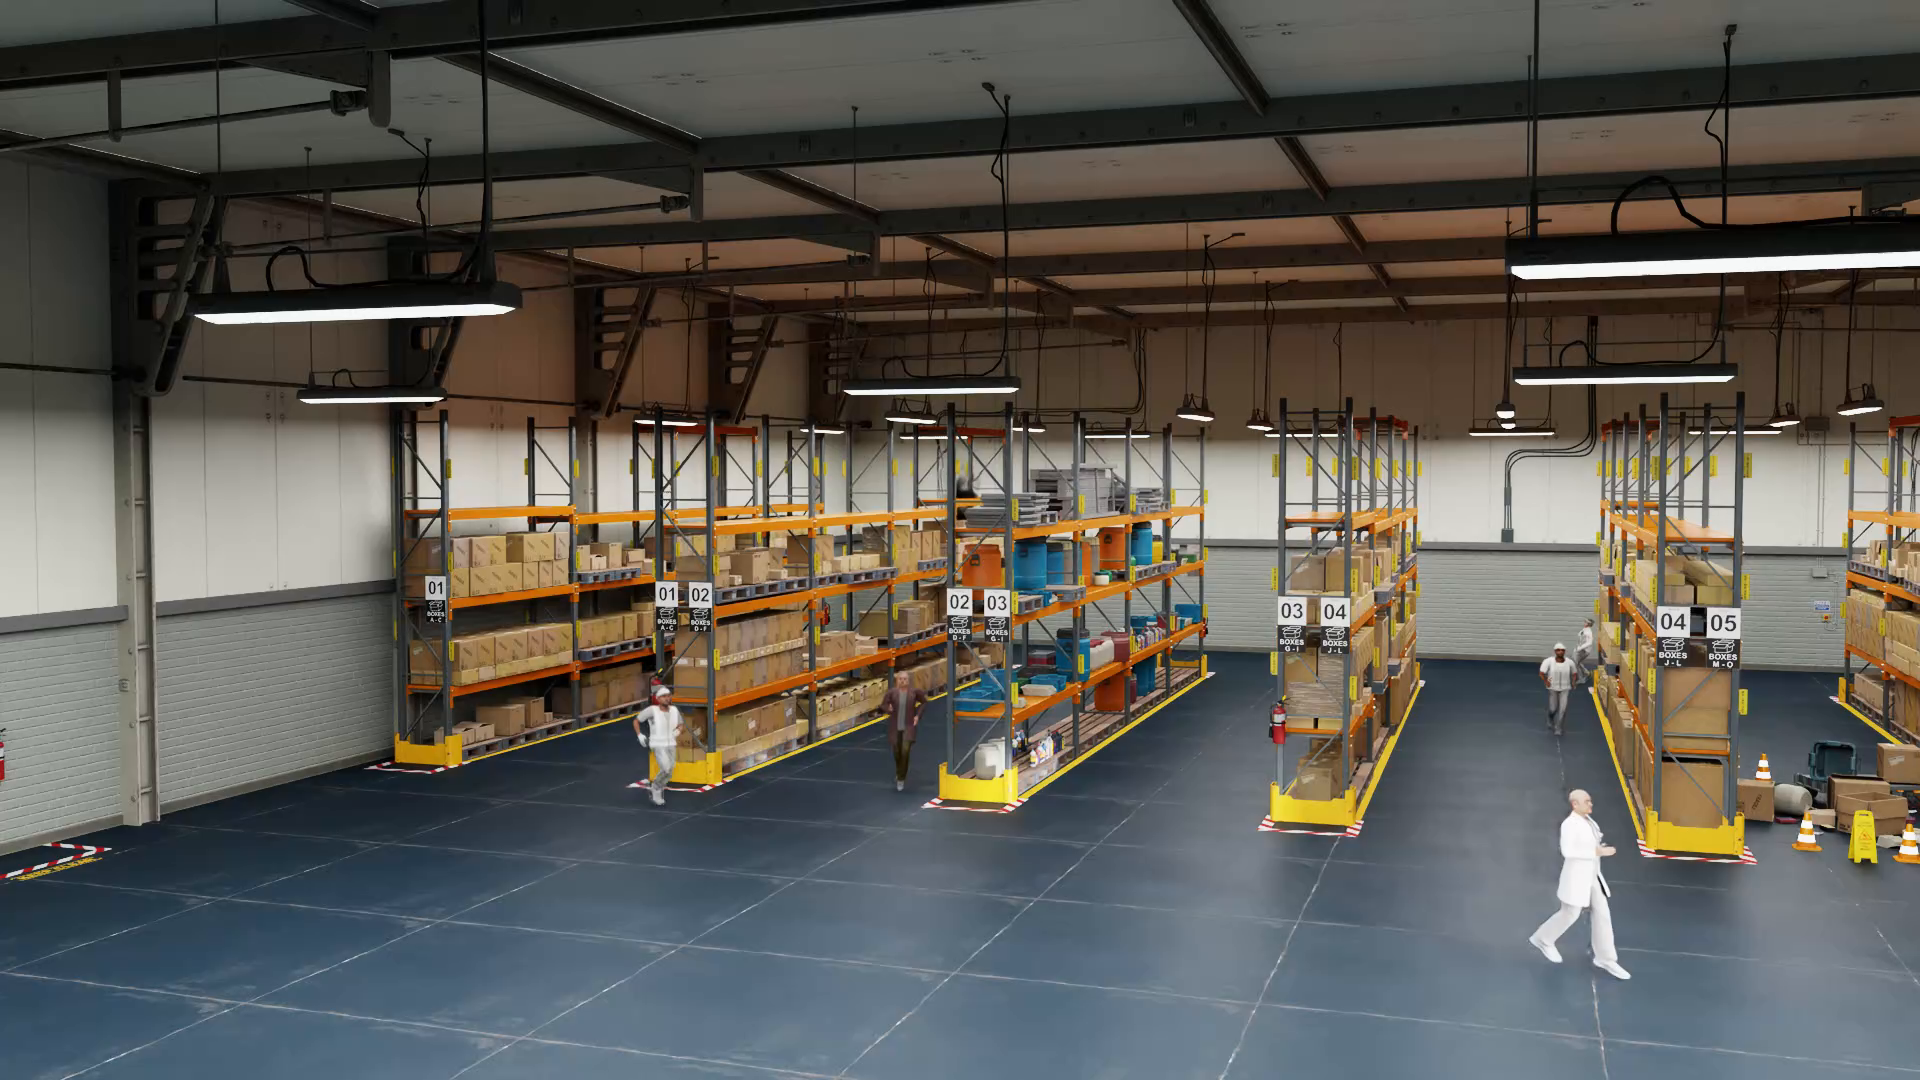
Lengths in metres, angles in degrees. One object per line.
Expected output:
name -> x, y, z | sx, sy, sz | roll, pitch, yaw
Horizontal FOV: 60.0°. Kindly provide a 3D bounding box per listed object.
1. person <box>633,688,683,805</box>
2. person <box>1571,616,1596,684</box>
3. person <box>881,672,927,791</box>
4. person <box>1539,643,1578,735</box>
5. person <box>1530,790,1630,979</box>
person -> -4.408, 3.061, 24.703 | 0.635, 1.722, 0.684 | 2, 3, 44
person -> 14.390, 2.546, 38.443 | 0.545, 1.608, 0.693 | 1, 3, 18
person -> -0.901, 3.001, 26.187 | 0.703, 1.852, 0.817 | 0, 2, 11
person -> 11.267, 2.798, 31.294 | 0.690, 1.722, 0.606 | 0, 2, 11
person -> 6.150, 3.378, 16.514 | 0.701, 1.808, 0.986 | -2, 3, -41
